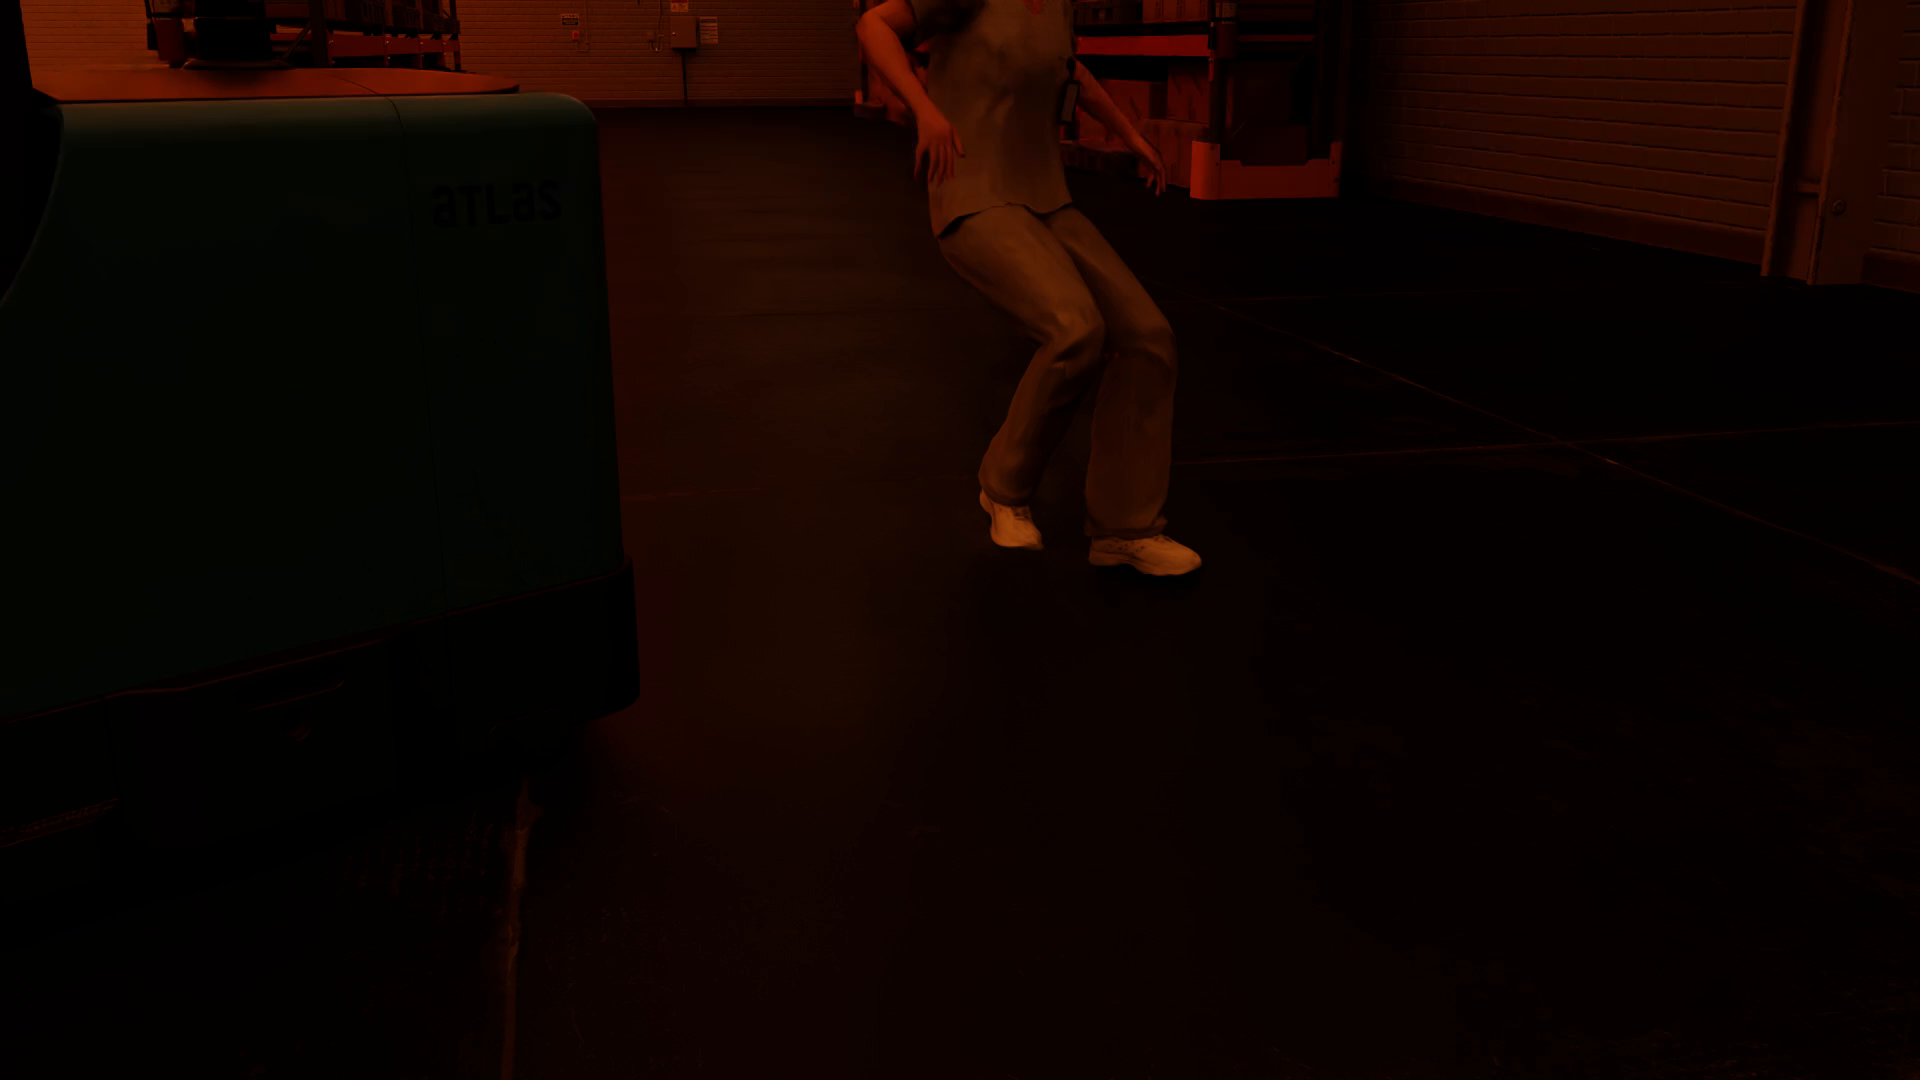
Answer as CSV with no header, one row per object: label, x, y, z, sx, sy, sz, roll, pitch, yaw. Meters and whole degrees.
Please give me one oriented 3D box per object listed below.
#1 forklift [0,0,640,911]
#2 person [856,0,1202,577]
forklift,-1.970,-0.880,1.827,3.031,2.935,1.130,-15,22,-41
person,0.246,-0.687,3.631,0.681,1.540,0.901,15,22,40
